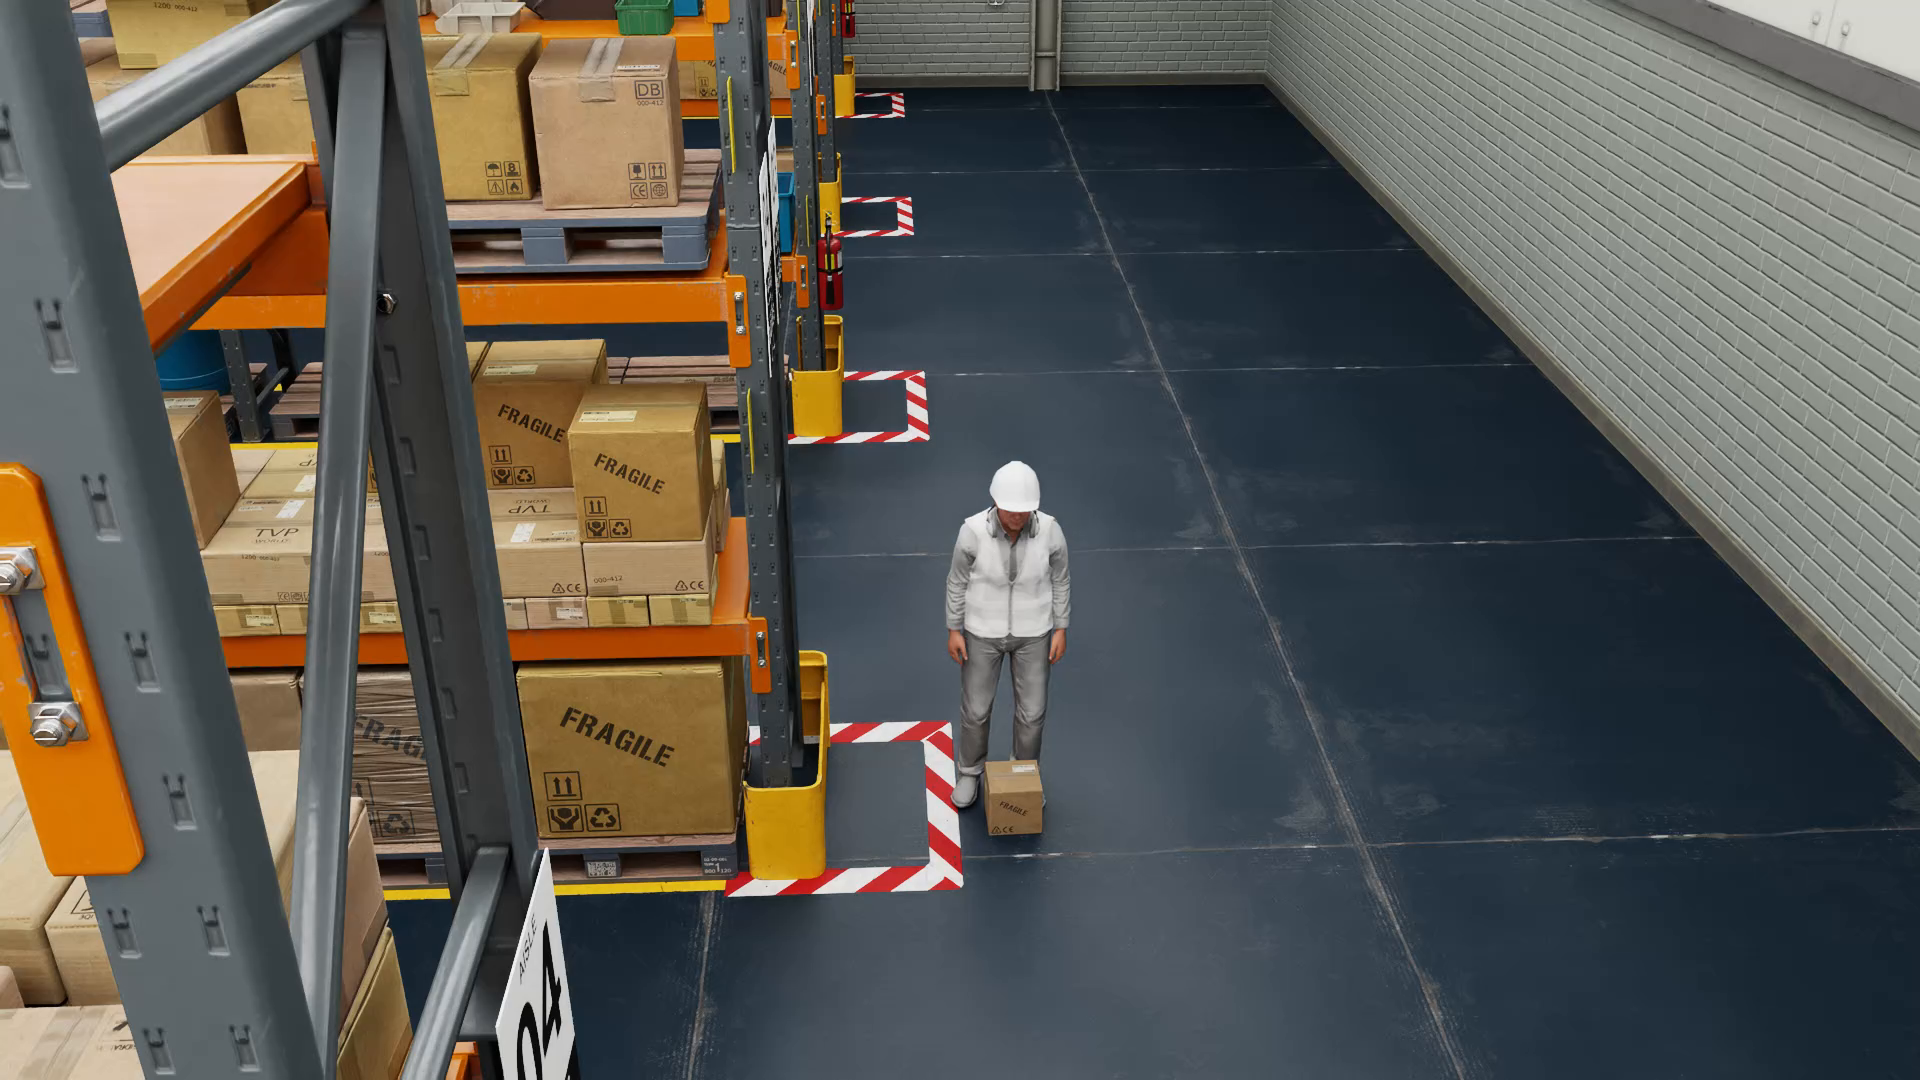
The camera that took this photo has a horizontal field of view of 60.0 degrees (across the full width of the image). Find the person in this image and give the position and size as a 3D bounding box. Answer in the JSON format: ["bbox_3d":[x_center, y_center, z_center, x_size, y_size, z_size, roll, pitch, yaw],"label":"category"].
[{"bbox_3d":[0.224,0.427,7.767,0.580,1.770,0.466,-1,27,-2],"label":"person"}]
